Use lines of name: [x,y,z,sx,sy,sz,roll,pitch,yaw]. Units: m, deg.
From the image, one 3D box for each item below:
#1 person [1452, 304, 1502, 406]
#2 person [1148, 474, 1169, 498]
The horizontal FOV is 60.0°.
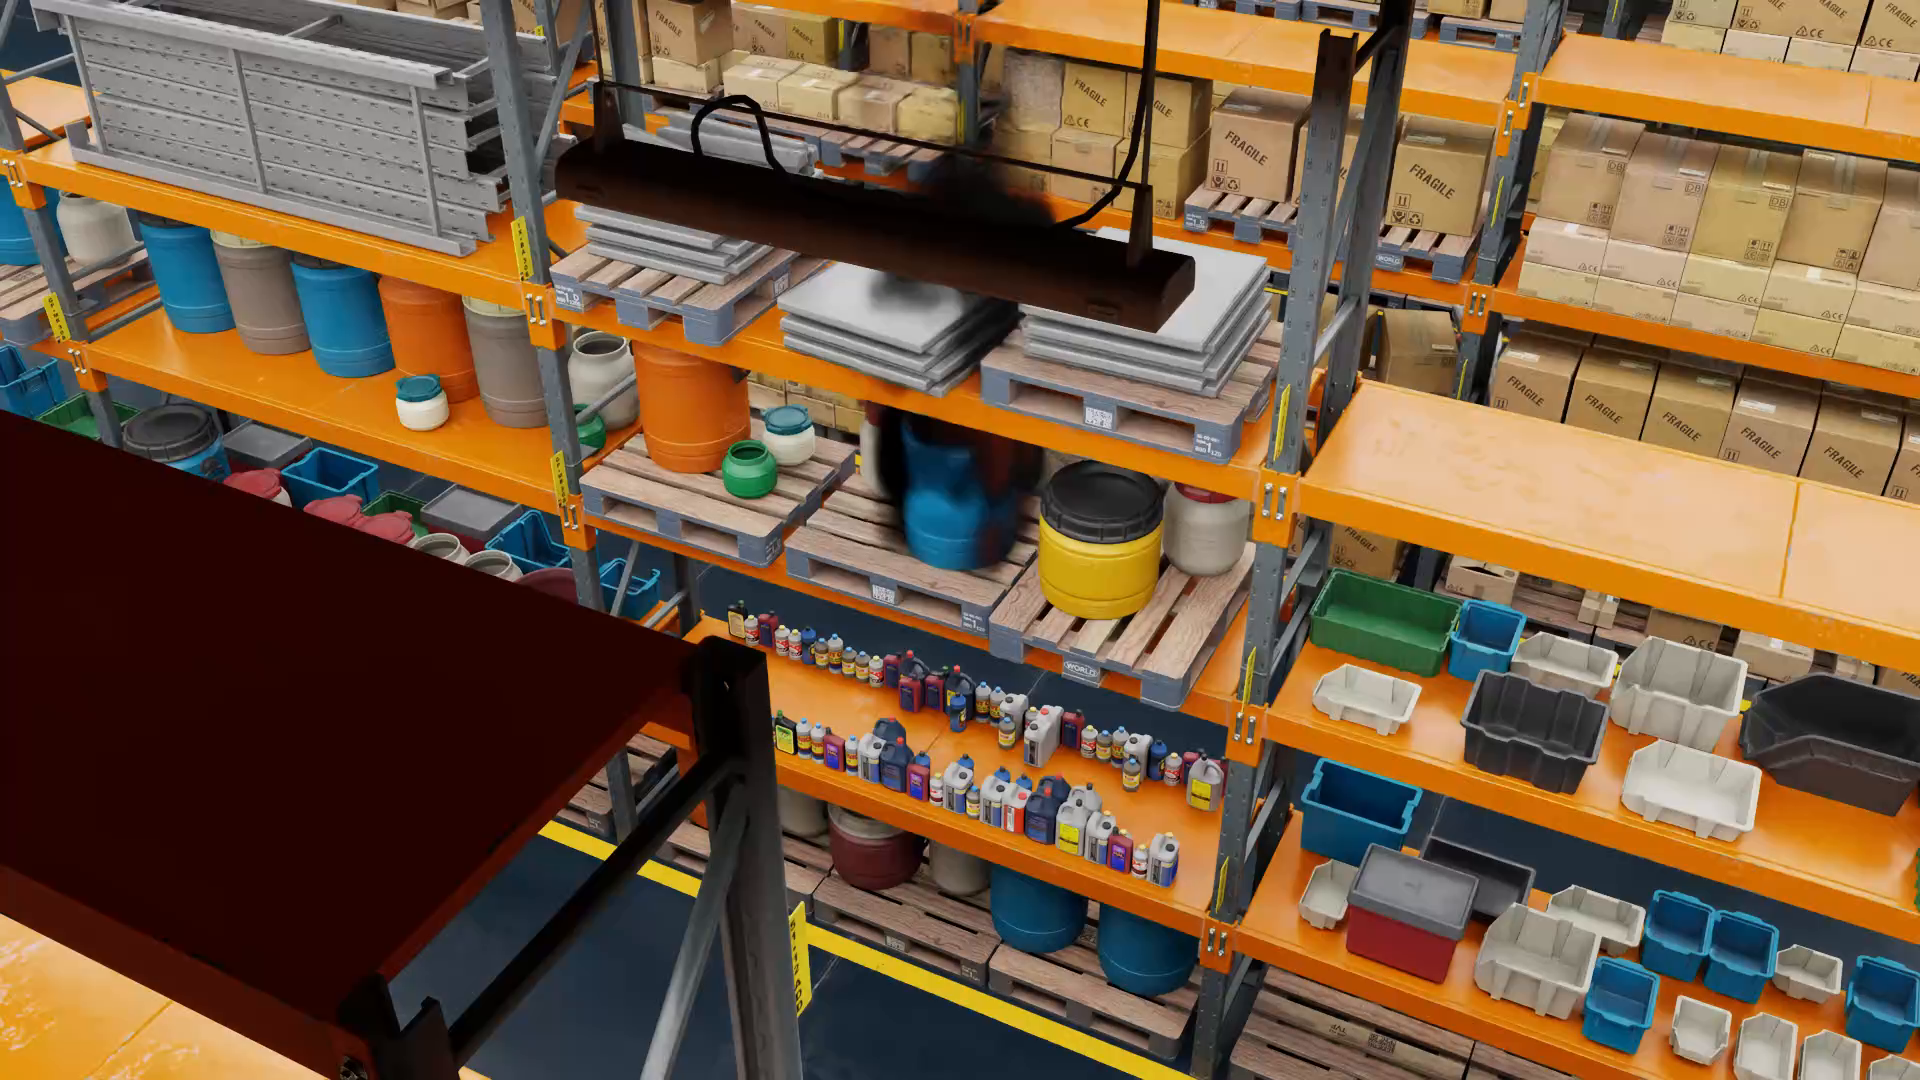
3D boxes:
person: [4.625,-1.671,14.687,1.026,1.570,0.666,16,38,22]
person: [1.279,0.174,11.887,0.577,1.609,0.592,16,38,22]
